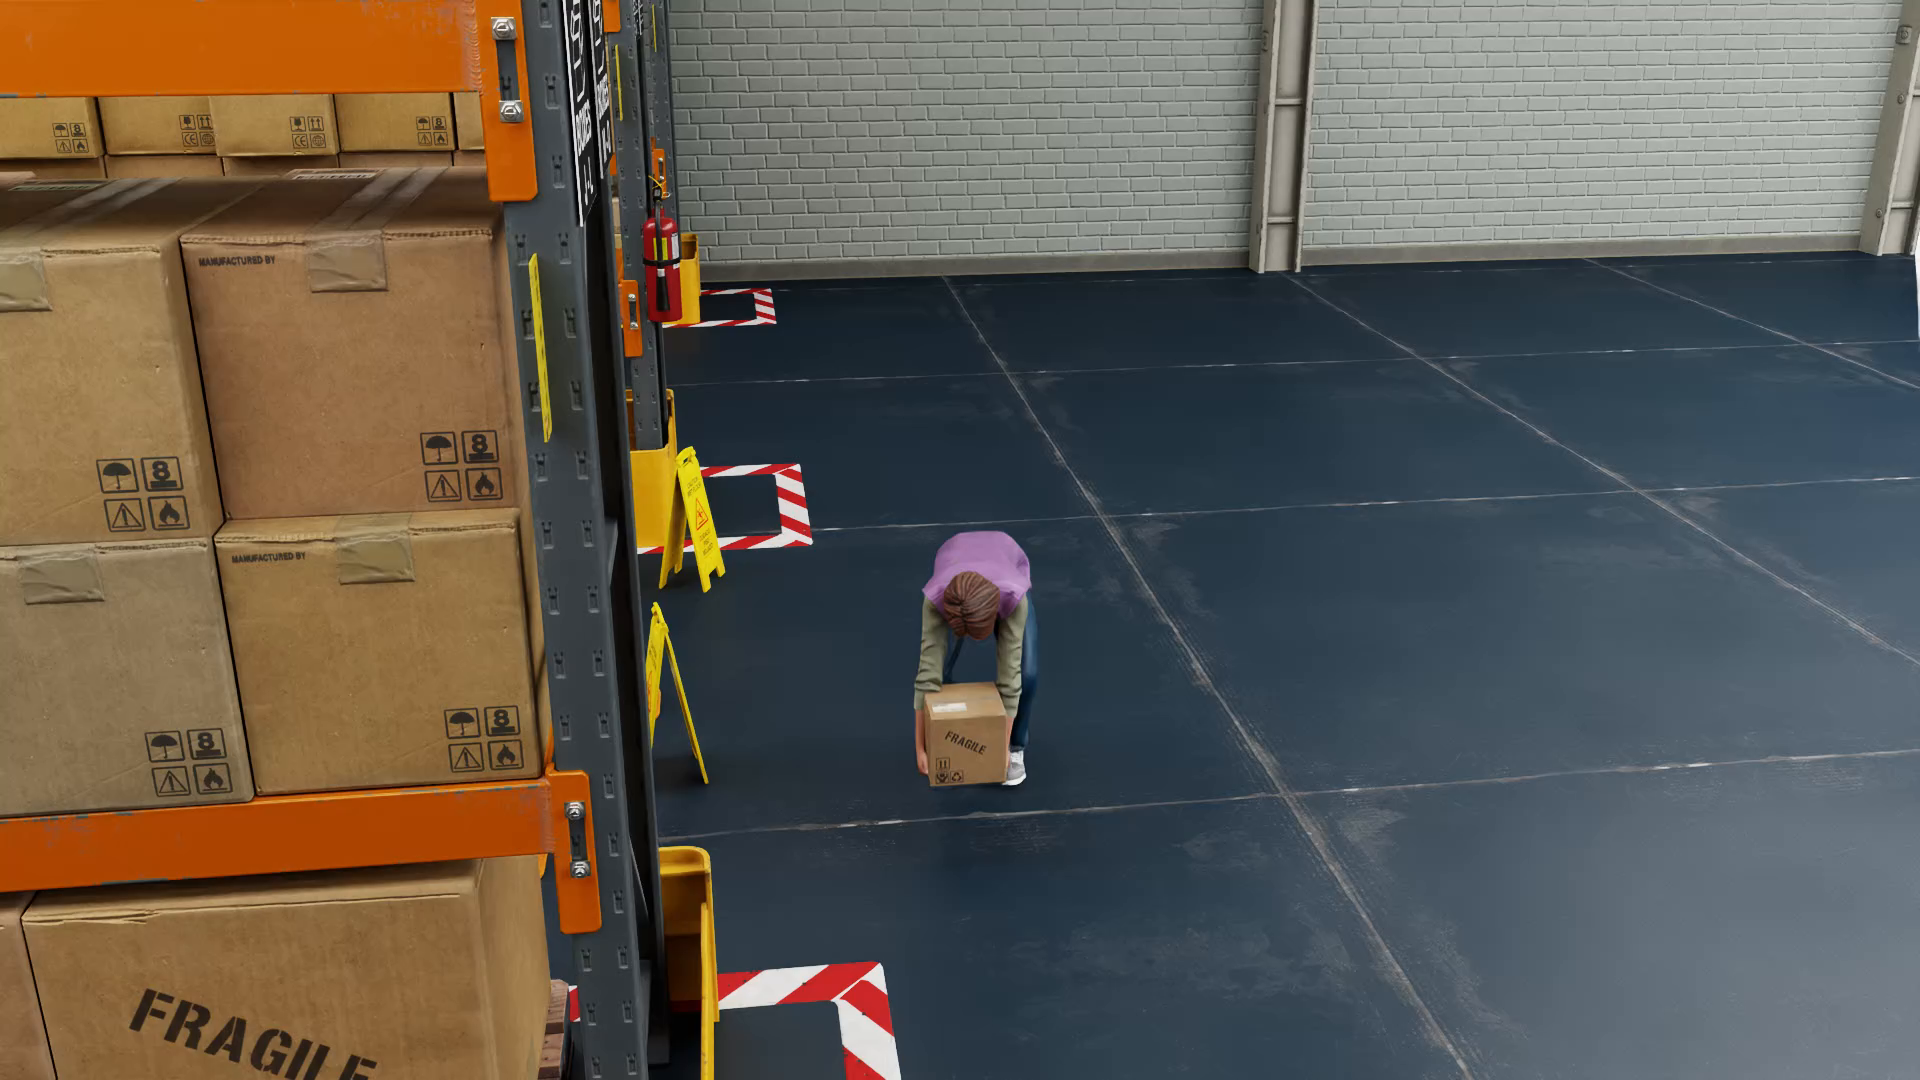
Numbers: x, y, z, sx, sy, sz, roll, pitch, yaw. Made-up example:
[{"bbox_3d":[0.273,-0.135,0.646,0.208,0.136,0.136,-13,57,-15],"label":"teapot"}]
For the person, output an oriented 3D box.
[{"bbox_3d":[0.059,0.453,5.789,0.423,0.958,0.863,2,20,5],"label":"person"}]
